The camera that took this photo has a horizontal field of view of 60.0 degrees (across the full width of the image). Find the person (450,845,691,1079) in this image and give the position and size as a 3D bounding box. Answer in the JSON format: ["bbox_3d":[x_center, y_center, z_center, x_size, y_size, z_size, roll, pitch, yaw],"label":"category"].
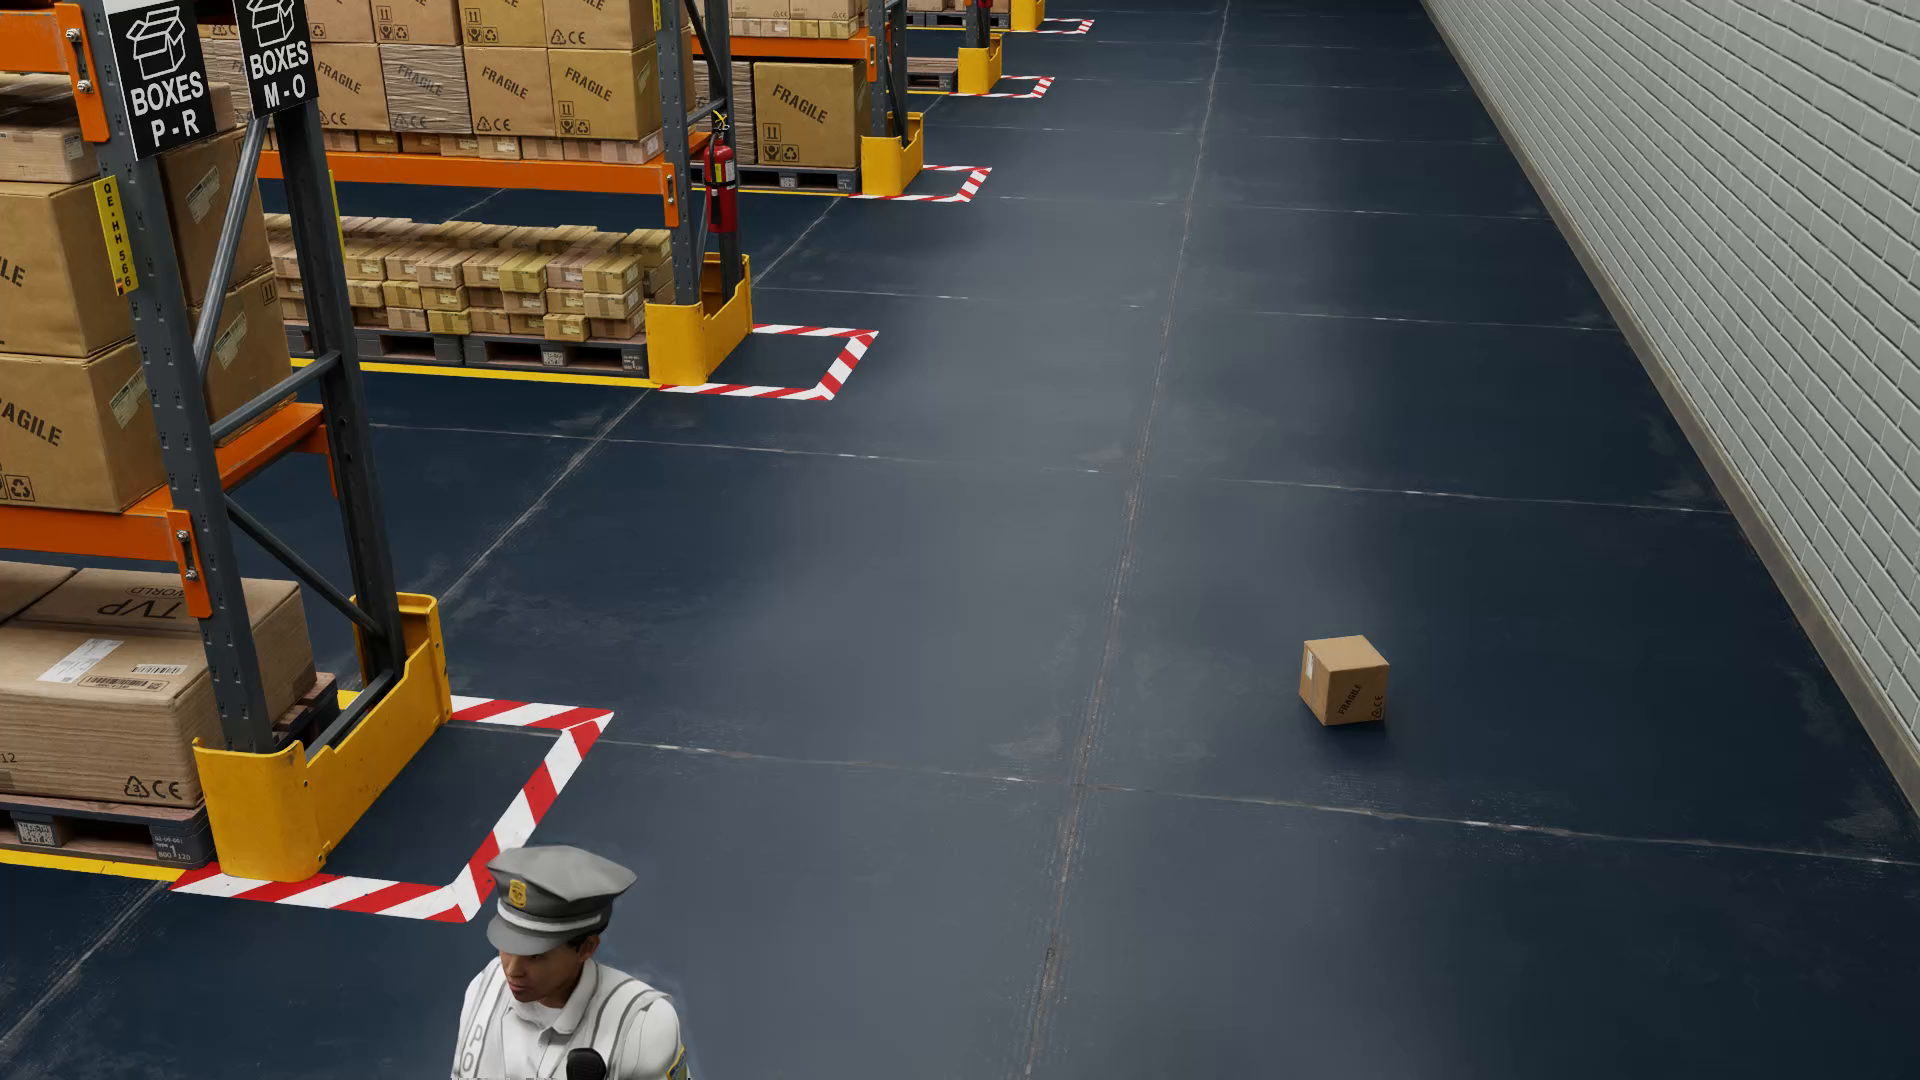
[{"bbox_3d":[-0.763,1.361,3.198,0.525,1.743,0.666,10,27,21],"label":"person"}]
